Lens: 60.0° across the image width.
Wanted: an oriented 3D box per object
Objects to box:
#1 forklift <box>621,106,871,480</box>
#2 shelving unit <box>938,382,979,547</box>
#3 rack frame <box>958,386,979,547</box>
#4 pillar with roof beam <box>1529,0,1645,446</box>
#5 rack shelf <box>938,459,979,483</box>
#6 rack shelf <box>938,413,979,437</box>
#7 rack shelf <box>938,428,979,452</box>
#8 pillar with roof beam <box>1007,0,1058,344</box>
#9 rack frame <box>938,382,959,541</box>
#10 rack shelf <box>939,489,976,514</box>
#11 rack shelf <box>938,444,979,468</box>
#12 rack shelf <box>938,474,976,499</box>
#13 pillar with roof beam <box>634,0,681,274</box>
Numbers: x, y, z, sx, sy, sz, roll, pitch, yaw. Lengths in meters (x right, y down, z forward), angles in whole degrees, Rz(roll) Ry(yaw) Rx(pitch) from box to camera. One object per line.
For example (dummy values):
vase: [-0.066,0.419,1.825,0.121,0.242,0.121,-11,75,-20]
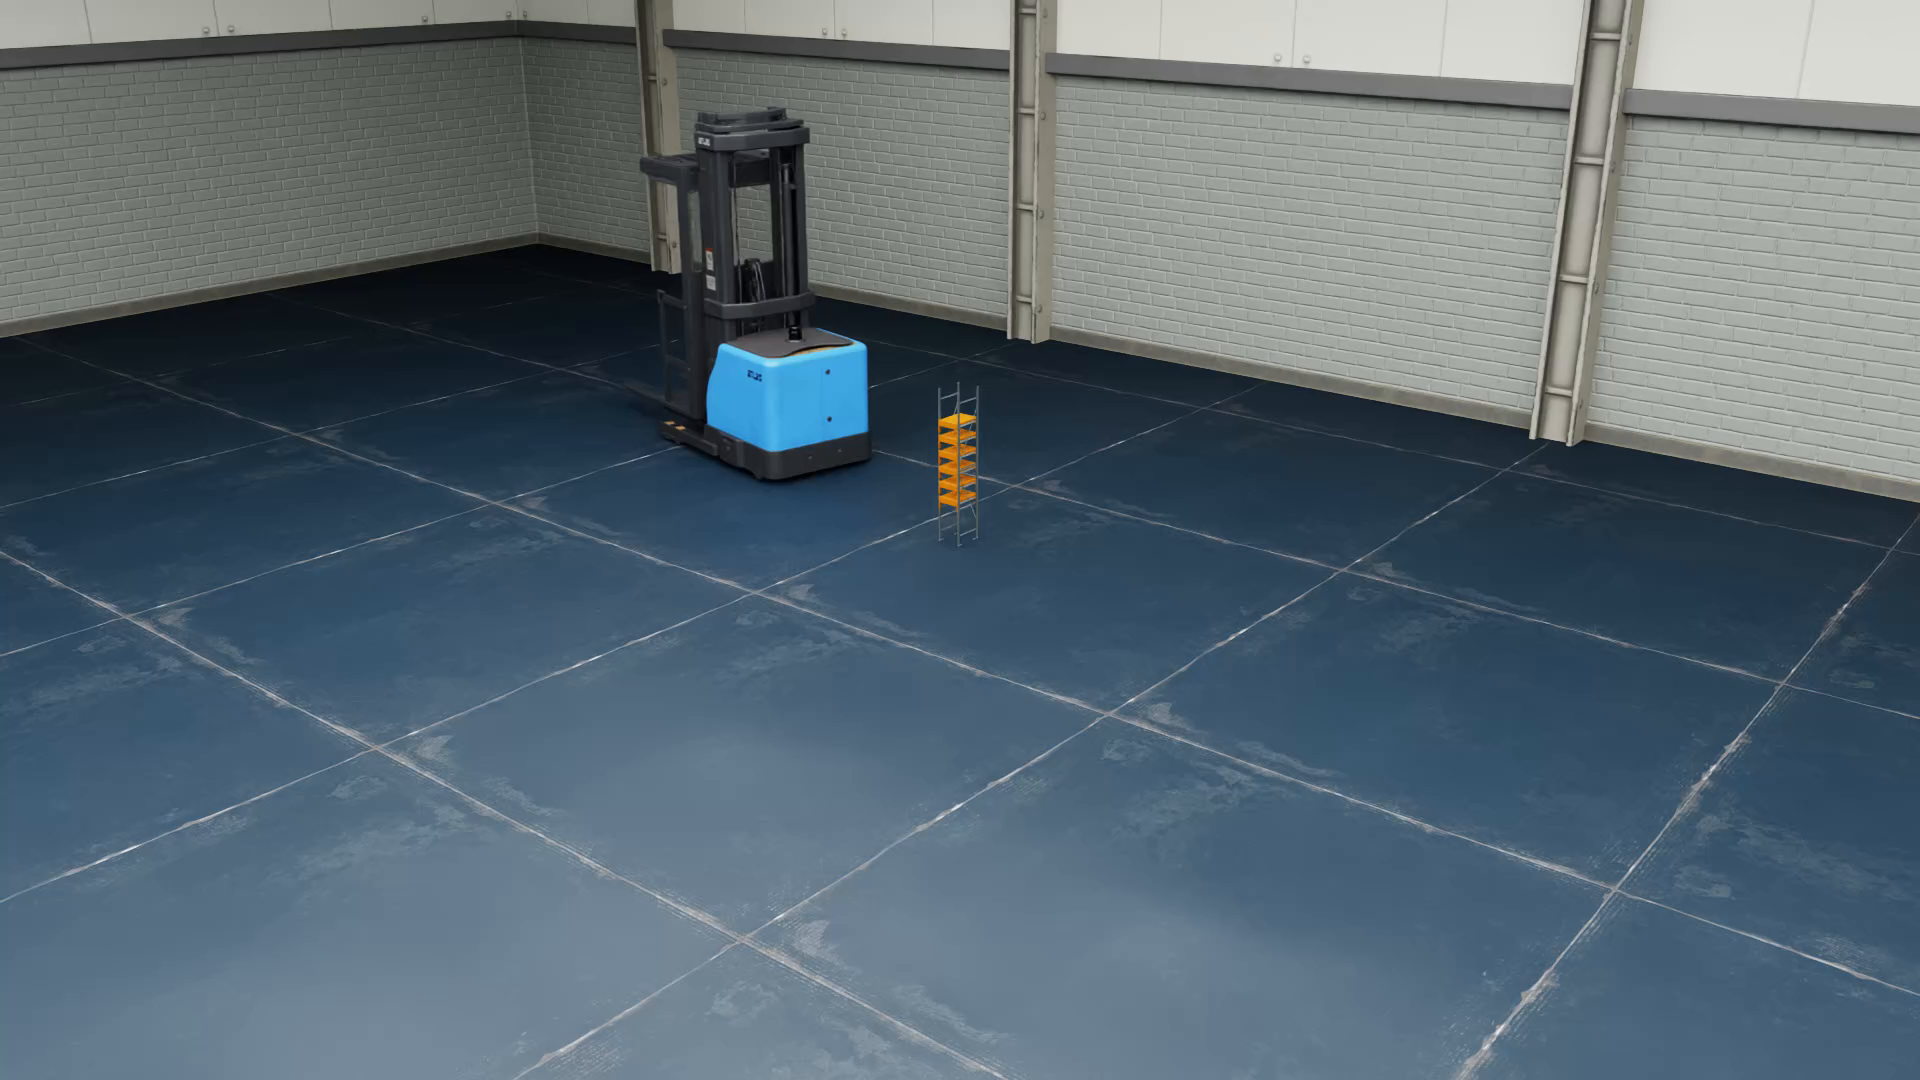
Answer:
forklift: [-2.073,-2.325,14.679,1.130,2.935,3.031,-15,26,-35]
shelving unit: [-0.011,-0.565,12.465,0.189,1.200,0.258,16,26,36]
rack frame: [0.060,-0.544,12.411,0.006,1.200,0.240,16,26,36]
pillar with roof beam: [2.700,-3.956,10.406,0.400,9.000,9.100,16,26,36]
rack shelf: [-0.011,-0.523,12.481,0.180,0.103,0.258,16,26,36]
rack shelf: [-0.011,-0.860,12.354,0.180,0.103,0.258,16,26,36]
rack shelf: [-0.011,-0.748,12.396,0.180,0.103,0.258,16,26,36]
pillar with roof beam: [-1.949,-5.295,13.956,0.400,9.000,9.100,16,26,36]
rack frame: [-0.082,-0.585,12.519,0.006,1.200,0.240,16,26,36]
rack shelf: [-0.011,-0.298,12.565,0.180,0.103,0.258,16,26,36]
rack shelf: [-0.011,-0.635,12.438,0.180,0.103,0.258,16,26,36]
rack shelf: [-0.011,-0.411,12.523,0.180,0.103,0.258,16,26,36]
pillar with roof beam: [-6.597,-6.634,17.506,0.400,9.000,9.100,16,26,36]
